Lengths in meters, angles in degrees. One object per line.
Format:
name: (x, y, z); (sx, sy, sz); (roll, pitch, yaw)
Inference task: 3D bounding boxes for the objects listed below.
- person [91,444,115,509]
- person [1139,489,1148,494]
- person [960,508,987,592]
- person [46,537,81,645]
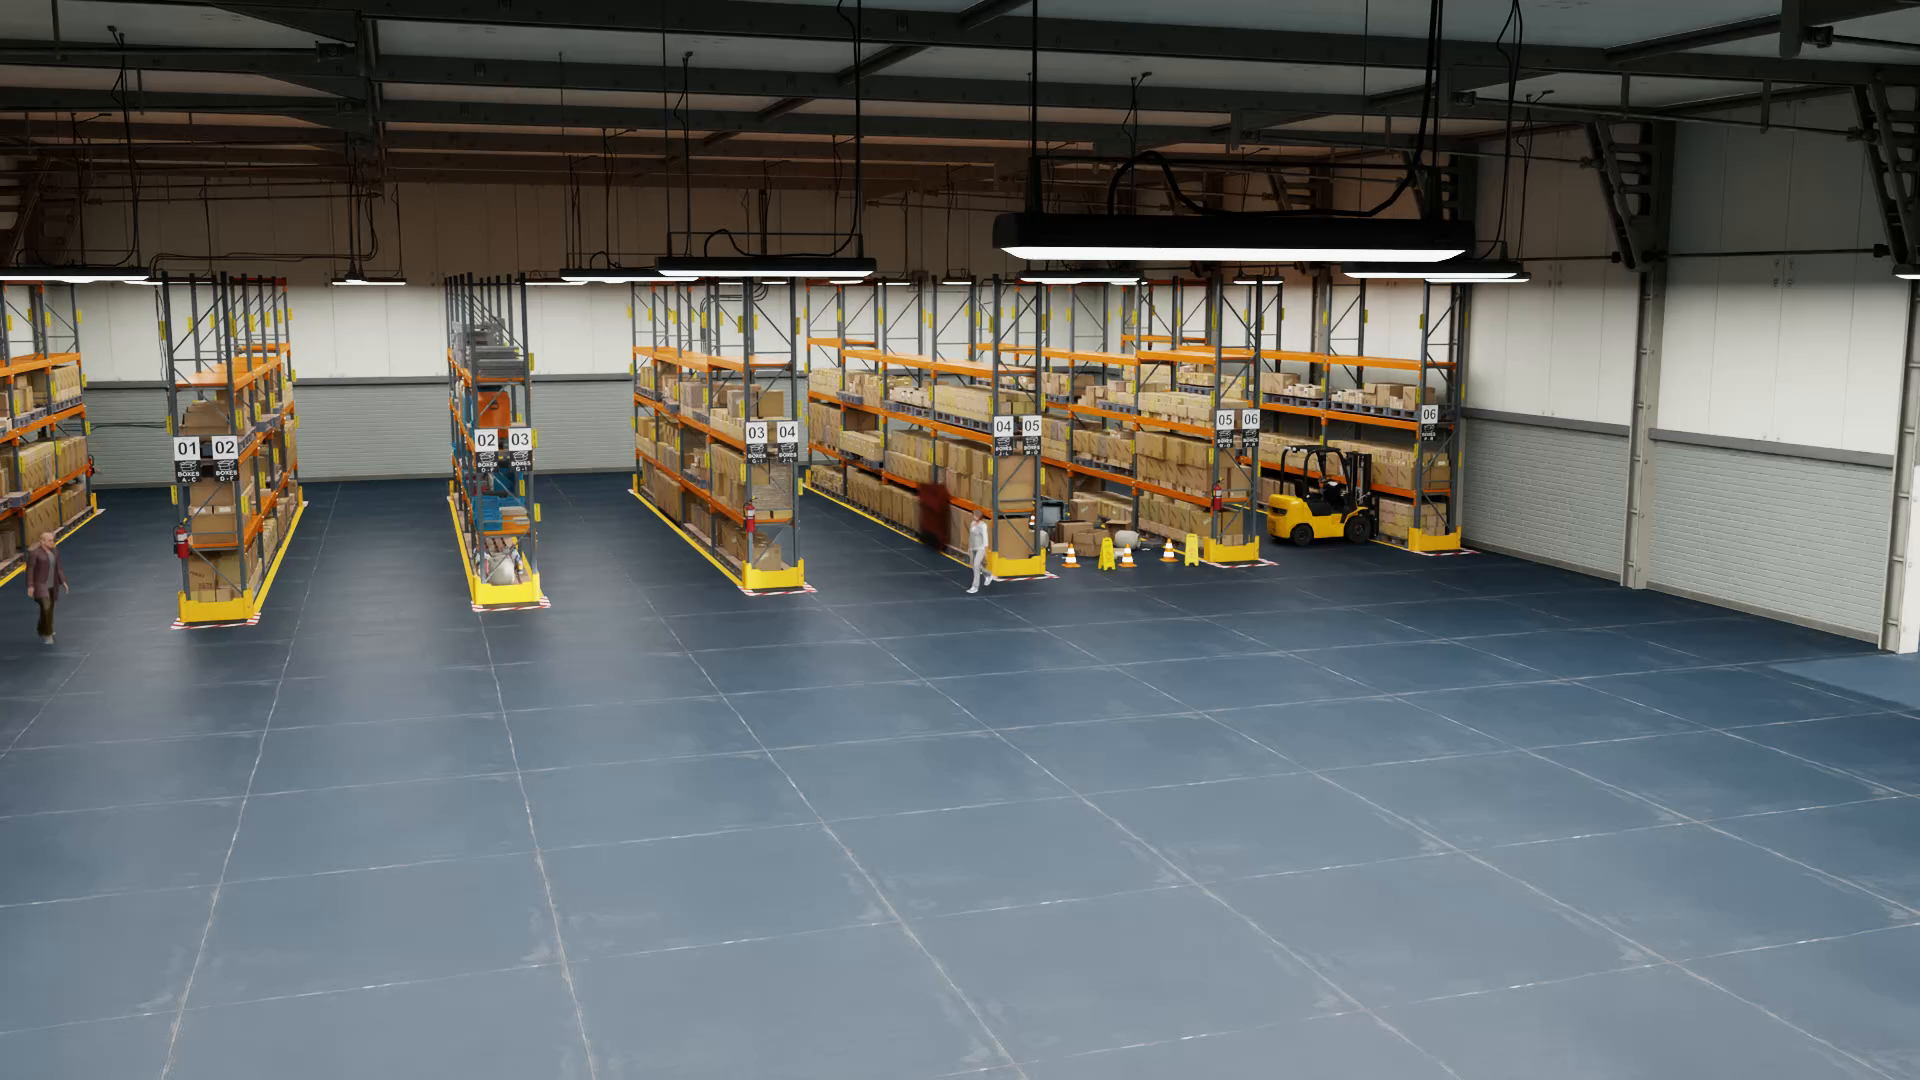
person: (-22.458, -1.673, 43.548); (0.547, 1.687, 0.704); (-1, 9, -6)
person: (5.224, -2.164, 46.949); (0.455, 1.703, 0.532); (-1, 9, -5)
person: (0.260, 0.184, 31.611); (0.491, 1.591, 0.470); (-1, 9, -3)
person: (-14.536, 0.801, 26.861); (0.948, 1.744, 0.600); (4, 10, 27)
